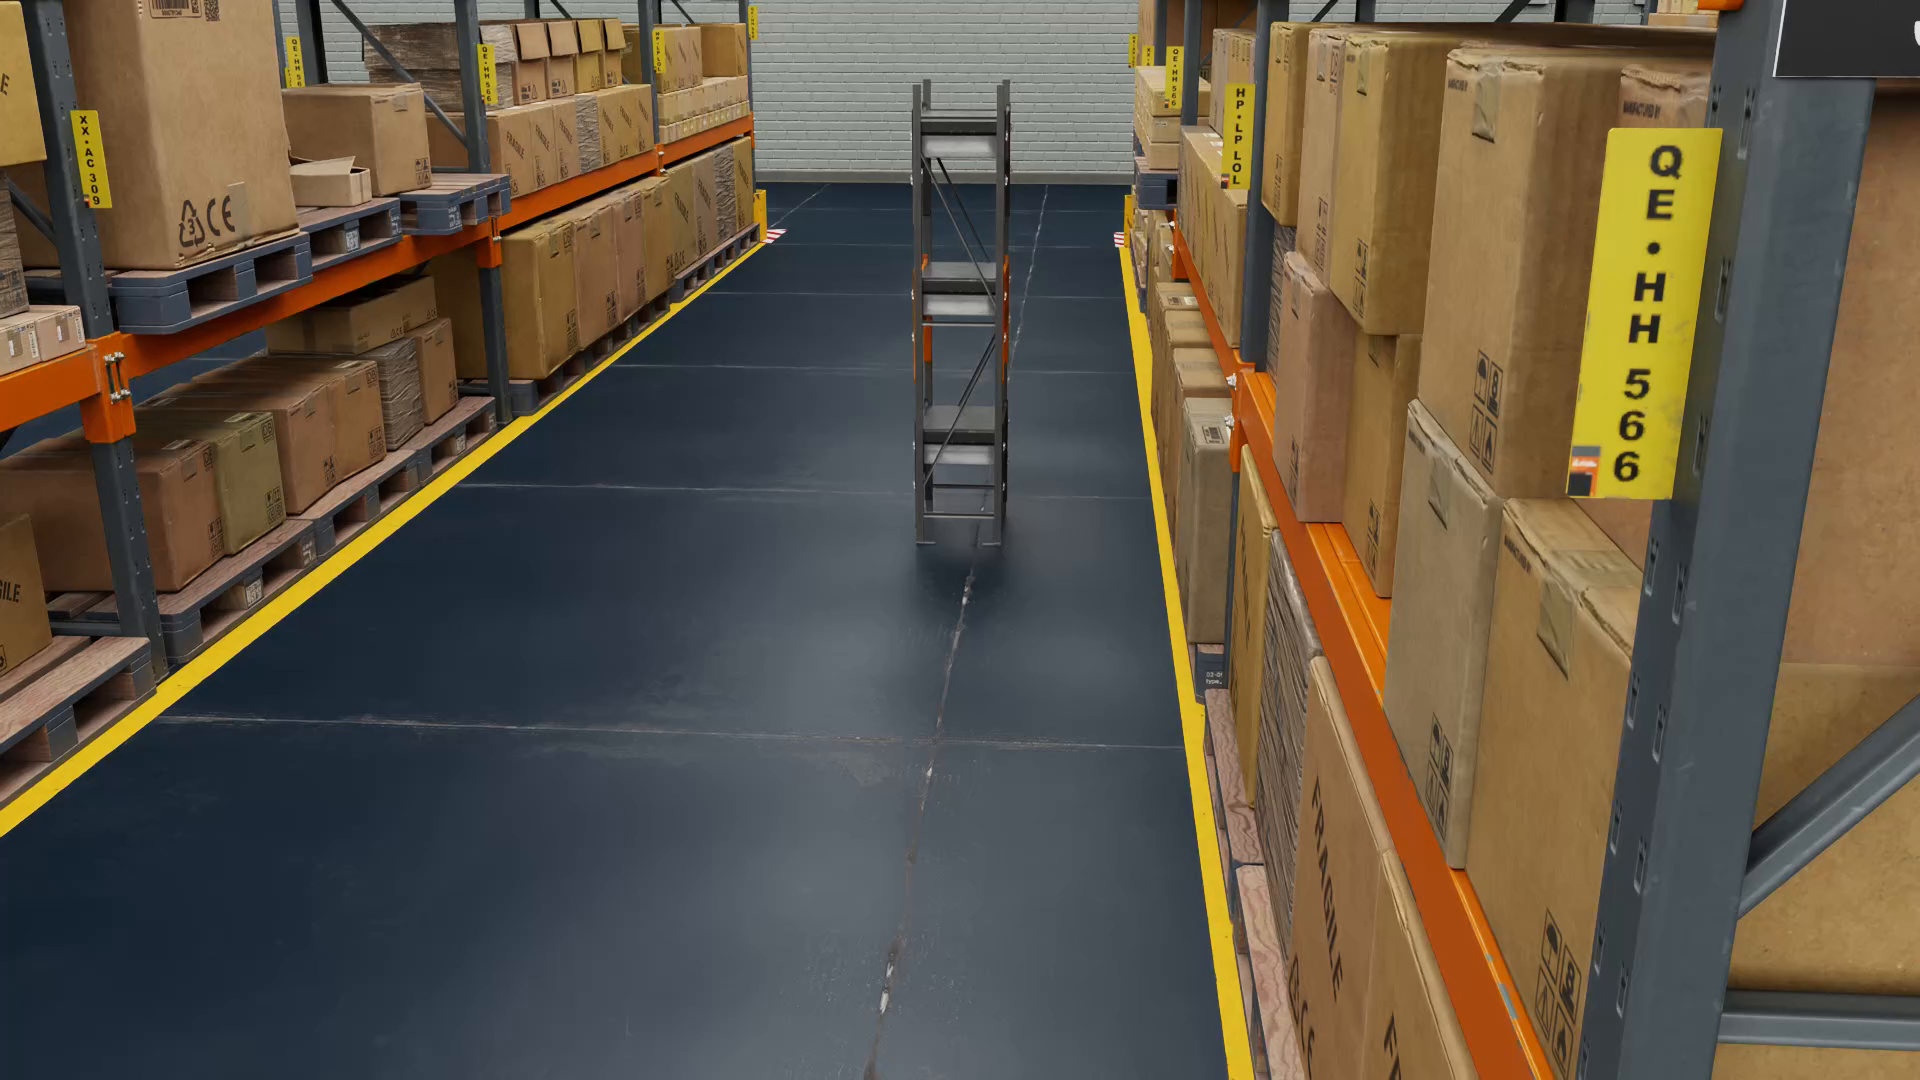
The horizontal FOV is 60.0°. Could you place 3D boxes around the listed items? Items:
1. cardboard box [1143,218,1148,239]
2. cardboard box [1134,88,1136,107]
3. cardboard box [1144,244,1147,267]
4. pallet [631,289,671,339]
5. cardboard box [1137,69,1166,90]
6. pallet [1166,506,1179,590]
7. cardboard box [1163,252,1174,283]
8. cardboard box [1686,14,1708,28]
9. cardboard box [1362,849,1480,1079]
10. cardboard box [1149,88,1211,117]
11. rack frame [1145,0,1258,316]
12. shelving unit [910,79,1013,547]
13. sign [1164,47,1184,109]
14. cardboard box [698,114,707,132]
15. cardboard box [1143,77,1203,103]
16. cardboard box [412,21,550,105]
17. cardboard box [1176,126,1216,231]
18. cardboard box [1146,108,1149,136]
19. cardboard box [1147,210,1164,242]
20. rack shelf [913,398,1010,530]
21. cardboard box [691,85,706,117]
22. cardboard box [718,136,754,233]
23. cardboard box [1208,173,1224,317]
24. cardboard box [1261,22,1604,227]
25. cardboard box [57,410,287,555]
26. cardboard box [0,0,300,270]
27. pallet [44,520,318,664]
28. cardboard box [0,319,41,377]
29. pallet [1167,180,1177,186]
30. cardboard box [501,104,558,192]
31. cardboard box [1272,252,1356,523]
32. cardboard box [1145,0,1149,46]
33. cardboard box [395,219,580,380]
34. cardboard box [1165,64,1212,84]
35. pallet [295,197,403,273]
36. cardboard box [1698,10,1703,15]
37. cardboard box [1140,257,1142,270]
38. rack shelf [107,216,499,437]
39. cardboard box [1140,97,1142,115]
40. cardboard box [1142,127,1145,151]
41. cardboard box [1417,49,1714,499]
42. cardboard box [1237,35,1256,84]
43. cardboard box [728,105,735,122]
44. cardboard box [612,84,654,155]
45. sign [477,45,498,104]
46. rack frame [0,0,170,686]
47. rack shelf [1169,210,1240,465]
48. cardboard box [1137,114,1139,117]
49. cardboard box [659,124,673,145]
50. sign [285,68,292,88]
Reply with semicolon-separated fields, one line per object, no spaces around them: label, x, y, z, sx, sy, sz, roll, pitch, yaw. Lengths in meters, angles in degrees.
cardboard box;1.755;-2.642;14.117;0.380;0.149;0.250;1;18;3
cardboard box;1.513;-3.350;12.581;0.380;0.149;0.250;2;18;5
cardboard box;1.705;-2.332;13.648;0.380;0.149;0.250;2;18;5
pallet;-2.920;-1.816;13.127;1.003;0.211;1.213;1;18;4
cardboard box;1.478;-3.325;12.027;0.380;0.149;0.250;1;18;4
pallet;1.491;-0.052;7.743;1.003;0.211;1.213;1;18;4
cardboard box;1.501;-1.584;10.077;0.500;0.250;0.500;1;18;3
cardboard box;6.853;-4.463;14.960;0.500;0.500;0.500;1;18;3
cardboard box;1.122;1.084;2.534;0.875;0.875;0.875;1;18;4
cardboard box;1.291;-2.524;9.581;0.380;0.149;0.250;1;18;2
rack frame;2.000;-3.240;12.995;1.000;3.000;0.127;1;18;4
shelving unit;0.012;-1.049;7.753;0.431;2.100;0.503;1;18;4
sign;1.171;-2.520;9.064;0.100;0.325;0.005;1;18;4
cardboard box;-2.495;-3.750;14.954;0.380;0.149;0.250;1;18;5
cardboard box;1.386;-2.925;10.806;0.380;0.149;0.250;2;18;7
cardboard box;-3.109;-3.094;10.775;0.797;0.503;0.637;2;18;5
cardboard box;1.412;-1.912;8.781;0.500;0.500;0.500;1;18;5
cardboard box;1.328;-2.548;10.133;0.380;0.149;0.250;2;18;5
cardboard box;1.683;-2.385;12.520;0.500;0.250;0.500;0;18;1
rack shelf;0.012;-0.371;7.975;0.431;0.518;0.480;1;18;4
cardboard box;-2.573;-3.908;14.796;0.500;0.250;0.500;2;18;5
cardboard box;-2.619;-3.614;16.874;0.875;0.875;0.875;1;18;4
cardboard box;1.233;-1.128;6.389;0.500;0.500;0.500;1;18;3
cardboard box;1.366;-1.226;4.874;0.875;0.550;0.550;1;18;4
cardboard box;-3.395;-0.257;7.198;0.700;0.500;0.500;1;18;4
cardboard box;-3.317;-1.626;6.431;1.000;1.000;1.000;1;18;4
pallet;-3.459;0.185;7.018;1.003;0.211;1.213;1;18;4
cardboard box;-3.263;-0.628;5.425;0.380;0.149;0.250;1;18;4
pallet;1.814;-2.523;11.113;1.003;0.211;1.213;1;18;4
cardboard box;-2.886;-2.493;10.553;0.500;0.500;0.500;1;18;2
cardboard box;1.239;-0.376;4.012;0.875;0.550;0.550;1;18;4
cardboard box;1.796;-4.217;13.732;0.500;0.500;0.500;1;18;2
cardboard box;-3.157;-1.544;10.556;1.225;0.875;0.875;0;18;1
cardboard box;1.753;-3.586;13.411;0.500;0.500;0.500;1;18;4
pallet;-3.328;-1.433;7.788;1.003;0.211;1.213;1;18;4
cardboard box;6.882;-4.804;14.960;0.380;0.149;0.250;1;18;4
cardboard box;1.745;-2.377;14.264;0.380;0.149;0.250;1;18;2
rack shelf;-3.370;-1.177;7.854;1.077;0.370;4.000;1;18;4
cardboard box;1.424;-2.942;11.337;0.380;0.149;0.250;1;18;3
cardboard box;1.367;-2.560;10.647;0.380;0.149;0.250;0;18;1
cardboard box;1.152;-0.385;2.306;0.875;0.550;0.550;1;18;4
cardboard box;1.565;-1.906;7.157;0.700;0.500;0.500;1;18;3
cardboard box;-2.405;-4.151;16.177;0.380;0.149;0.250;2;18;5
cardboard box;-2.701;-3.279;12.951;0.500;0.500;0.500;1;18;4
sign;-2.685;-2.644;9.442;0.100;0.325;0.005;1;18;4
rack frame;-3.514;-0.898;5.846;1.000;3.000;0.127;1;18;4
rack shelf;1.570;-1.035;7.420;1.077;0.370;4.000;1;18;4
cardboard box;1.458;-2.967;11.889;0.380;0.149;0.250;1;18;4
cardboard box;-2.587;-3.348;13.726;0.380;0.149;0.250;1;18;4
sign;-7.044;-4.806;17.510;0.100;0.325;0.005;1;18;4
